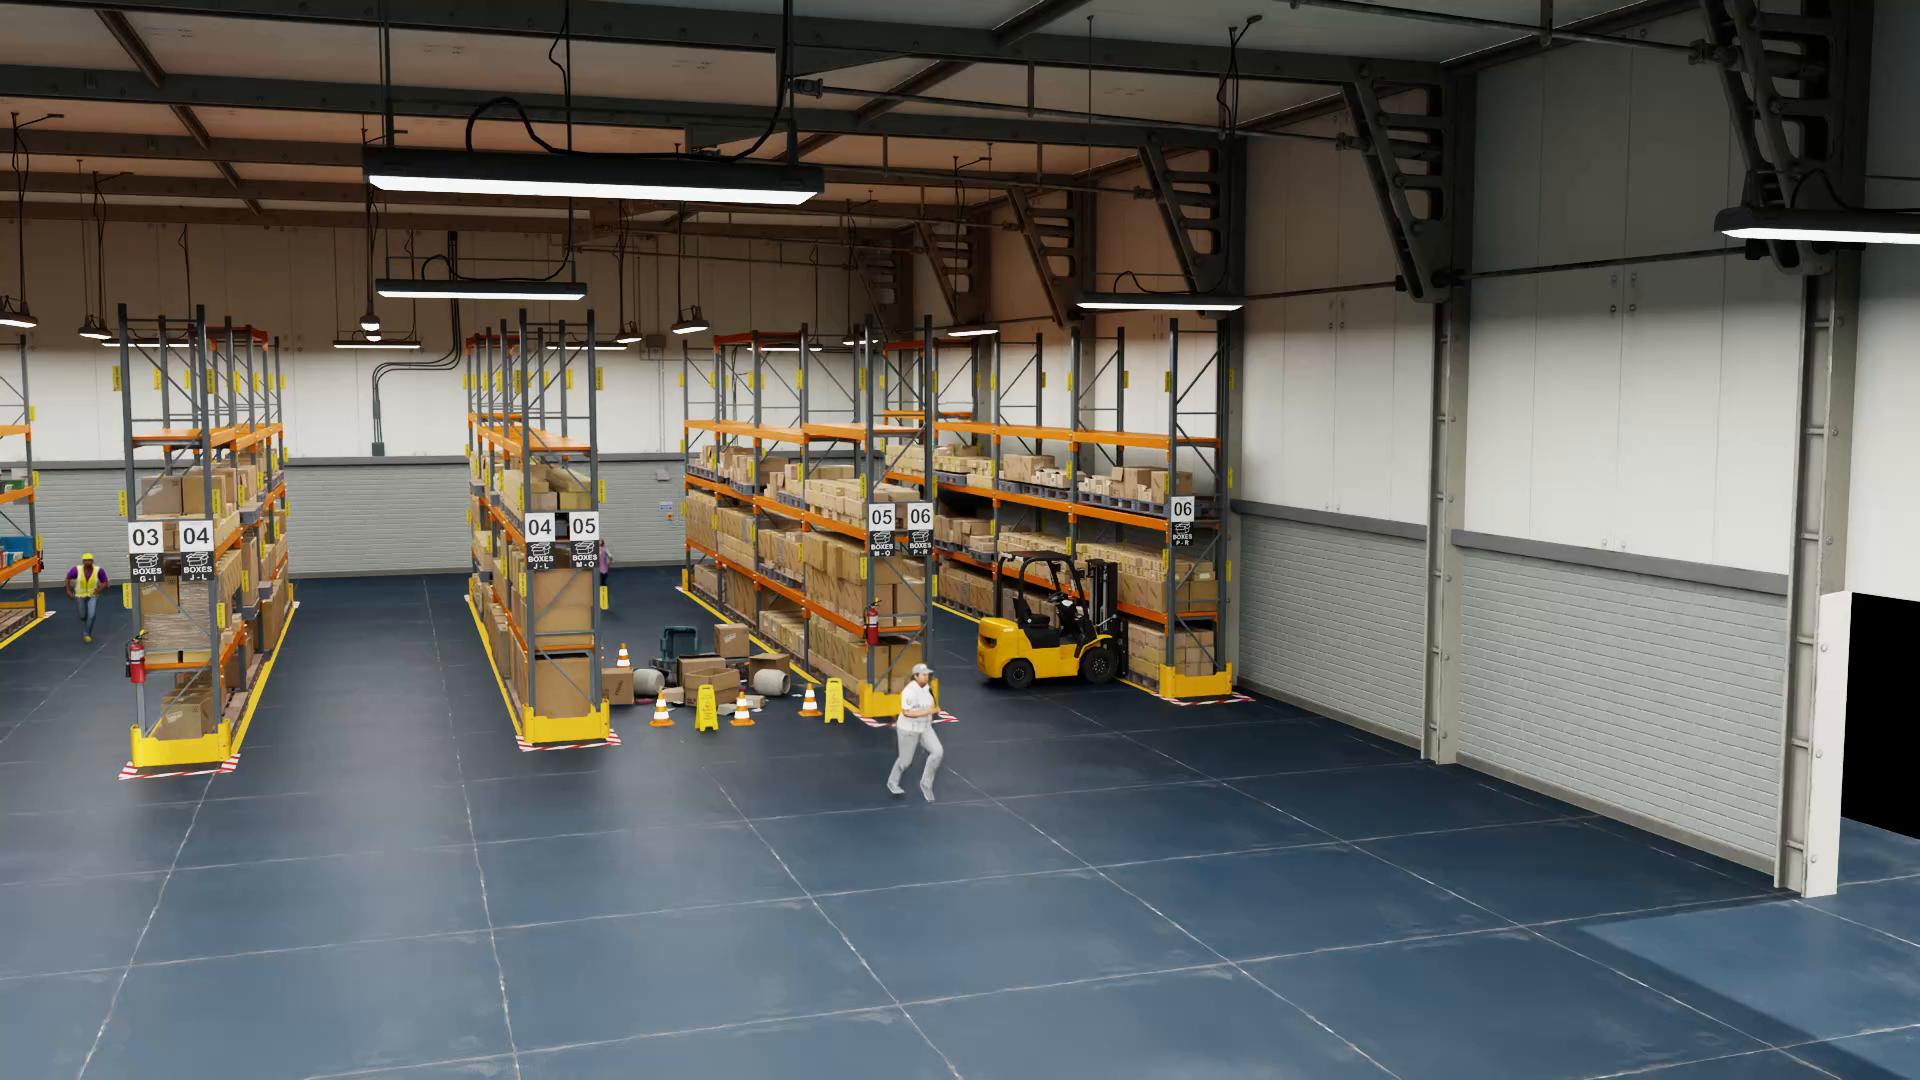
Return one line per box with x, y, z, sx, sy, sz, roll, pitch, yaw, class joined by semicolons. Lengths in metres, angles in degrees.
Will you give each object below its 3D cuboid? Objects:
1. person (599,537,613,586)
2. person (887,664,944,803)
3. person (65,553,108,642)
-7.934;0.741;36.651;0.506;1.602;1.015;-2;6;-24;person
-0.545;2.300;19.918;0.802;1.688;0.627;4;7;37;person
-16.961;1.105;32.321;0.741;1.717;0.698;-3;6;-25;person
